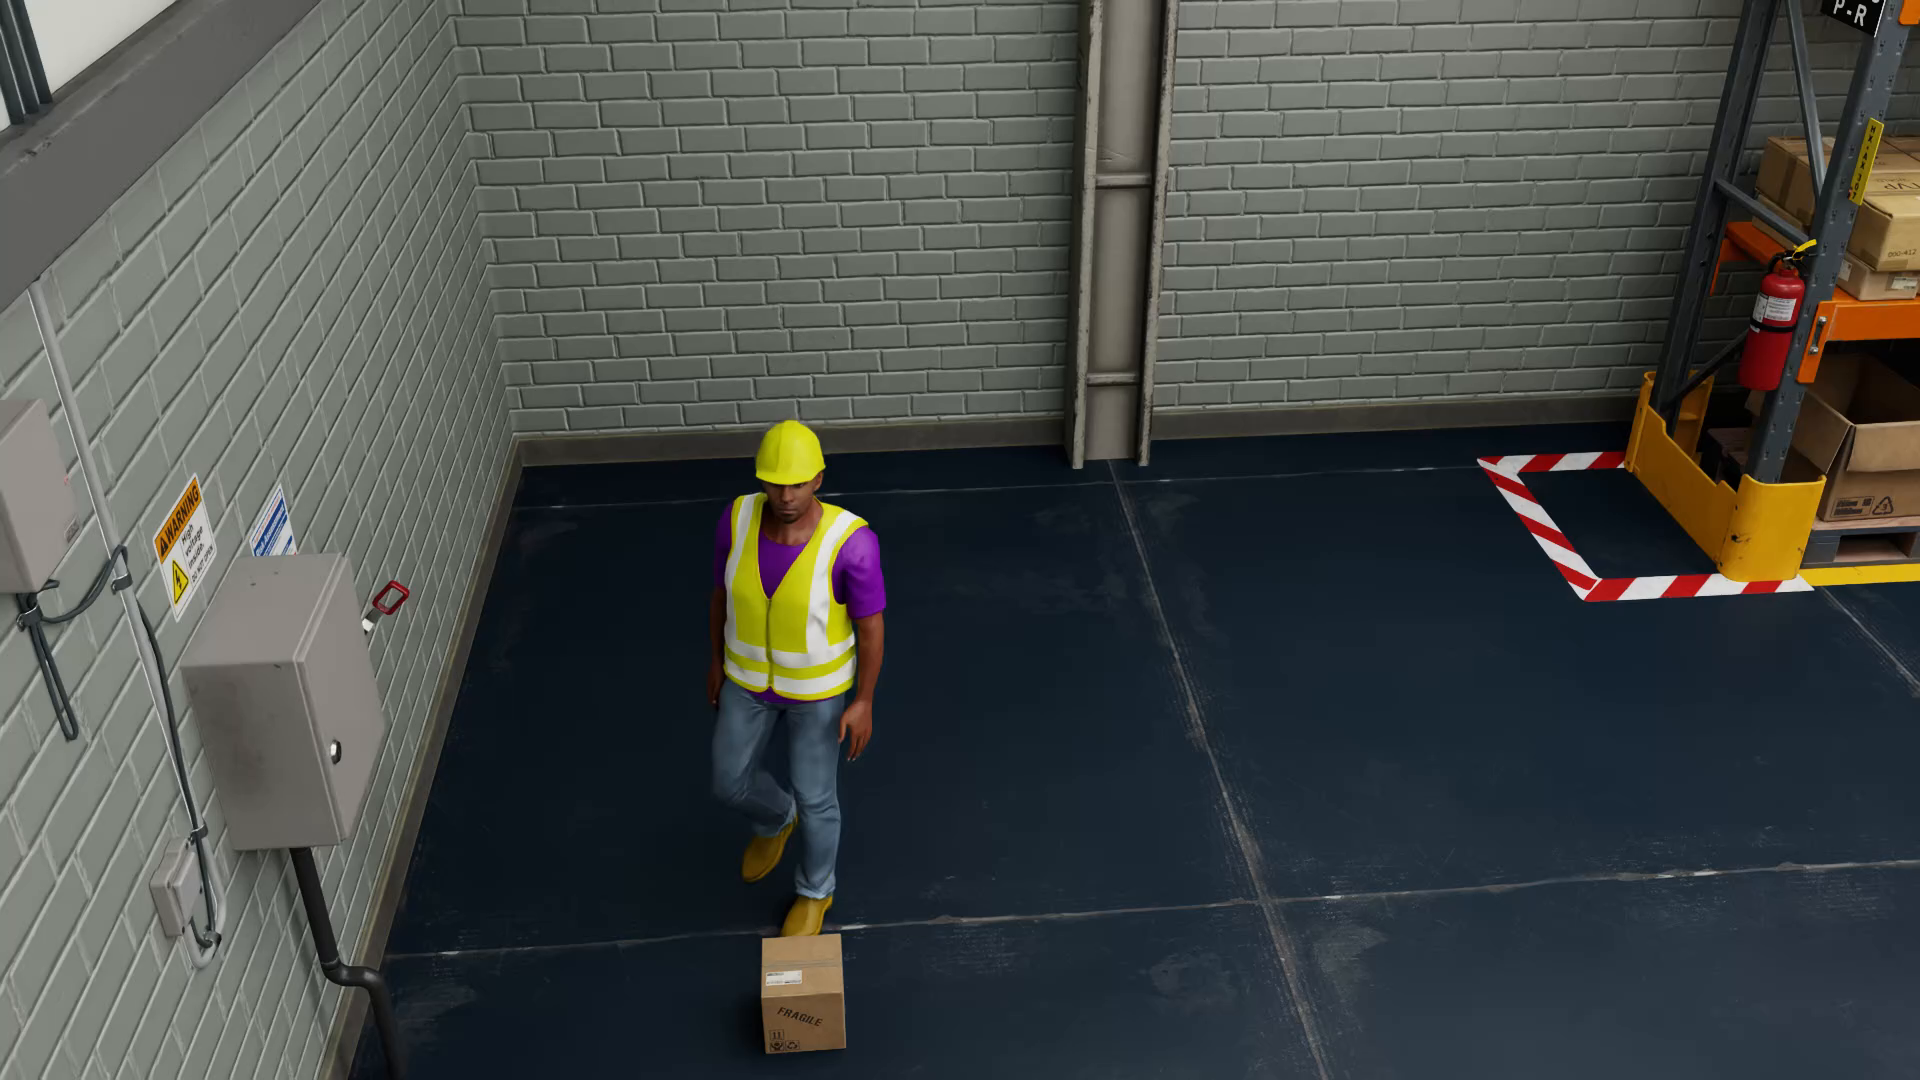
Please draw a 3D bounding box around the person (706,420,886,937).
[{"bbox_3d":[-0.558,0.476,5.266,0.619,1.771,0.516,9,32,15],"label":"person"}]
